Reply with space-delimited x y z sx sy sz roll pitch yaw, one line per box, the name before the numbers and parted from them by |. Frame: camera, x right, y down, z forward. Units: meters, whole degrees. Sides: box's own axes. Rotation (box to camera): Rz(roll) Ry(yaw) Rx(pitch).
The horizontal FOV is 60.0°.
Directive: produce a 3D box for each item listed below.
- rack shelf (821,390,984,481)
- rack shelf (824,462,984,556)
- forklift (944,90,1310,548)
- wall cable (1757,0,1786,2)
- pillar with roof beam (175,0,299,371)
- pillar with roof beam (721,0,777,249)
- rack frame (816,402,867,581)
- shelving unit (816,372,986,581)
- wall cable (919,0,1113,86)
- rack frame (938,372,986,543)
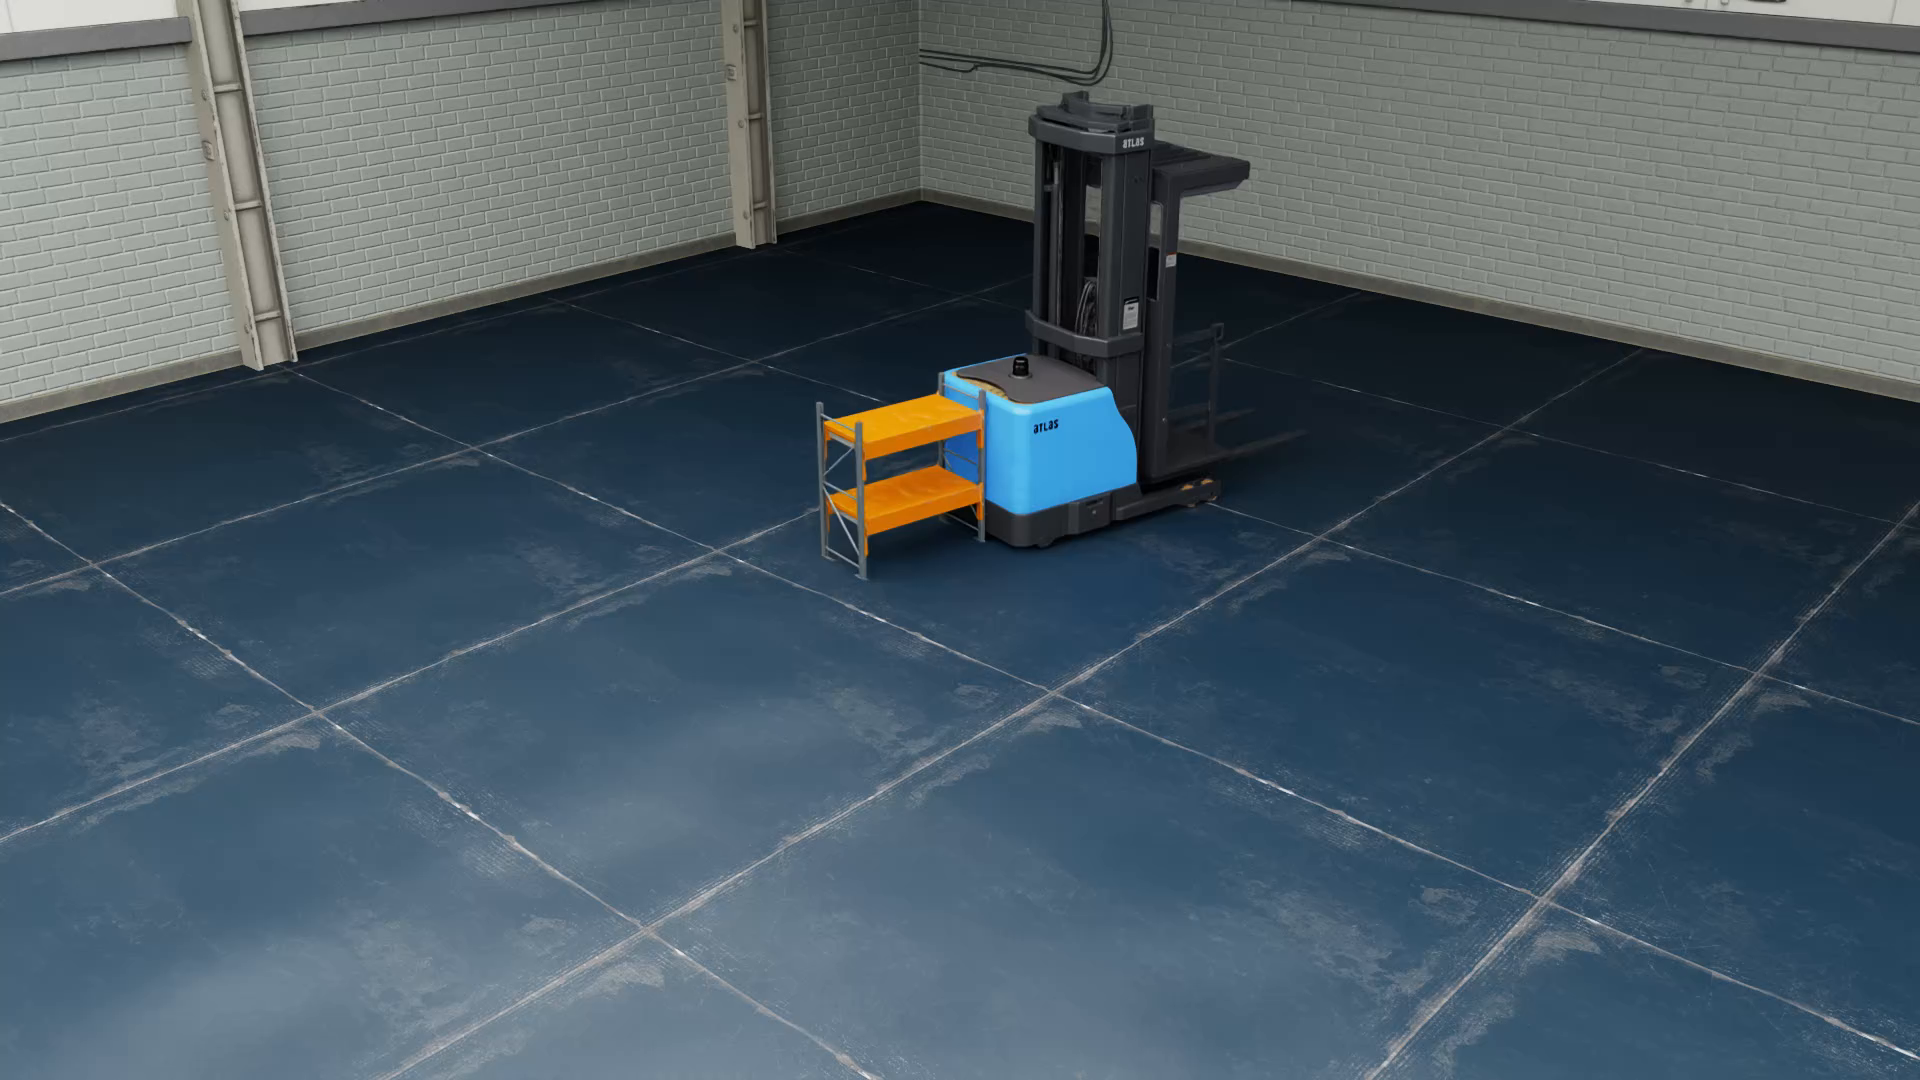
rack shelf | -0.390 -0.716 11.258 1.000 0.278 0.538 -18 30 -34
rack shelf | -0.390 -0.226 11.477 1.000 0.278 0.538 -18 30 -34
forklift | 1.334 -1.738 12.045 3.031 2.935 1.130 -16 29 -32
wall cable | 7.617 -7.075 12.373 2.305 6.003 0.169 20 31 38
pillar with roof beam | -3.192 -4.580 10.966 9.100 9.000 0.400 20 31 38
pillar with roof beam | 0.813 -6.408 15.043 9.100 9.000 0.400 20 31 38
rack frame | -0.792 -0.322 11.093 0.032 1.125 0.500 -18 30 -34
shelving unit | -0.390 -0.449 11.377 1.048 1.125 0.538 -18 30 -34
wall cable | 0.558 -6.703 19.496 3.097 2.526 0.112 20 31 38
rack frame | 0.012 -0.577 11.662 0.032 1.125 0.500 -18 30 -34
